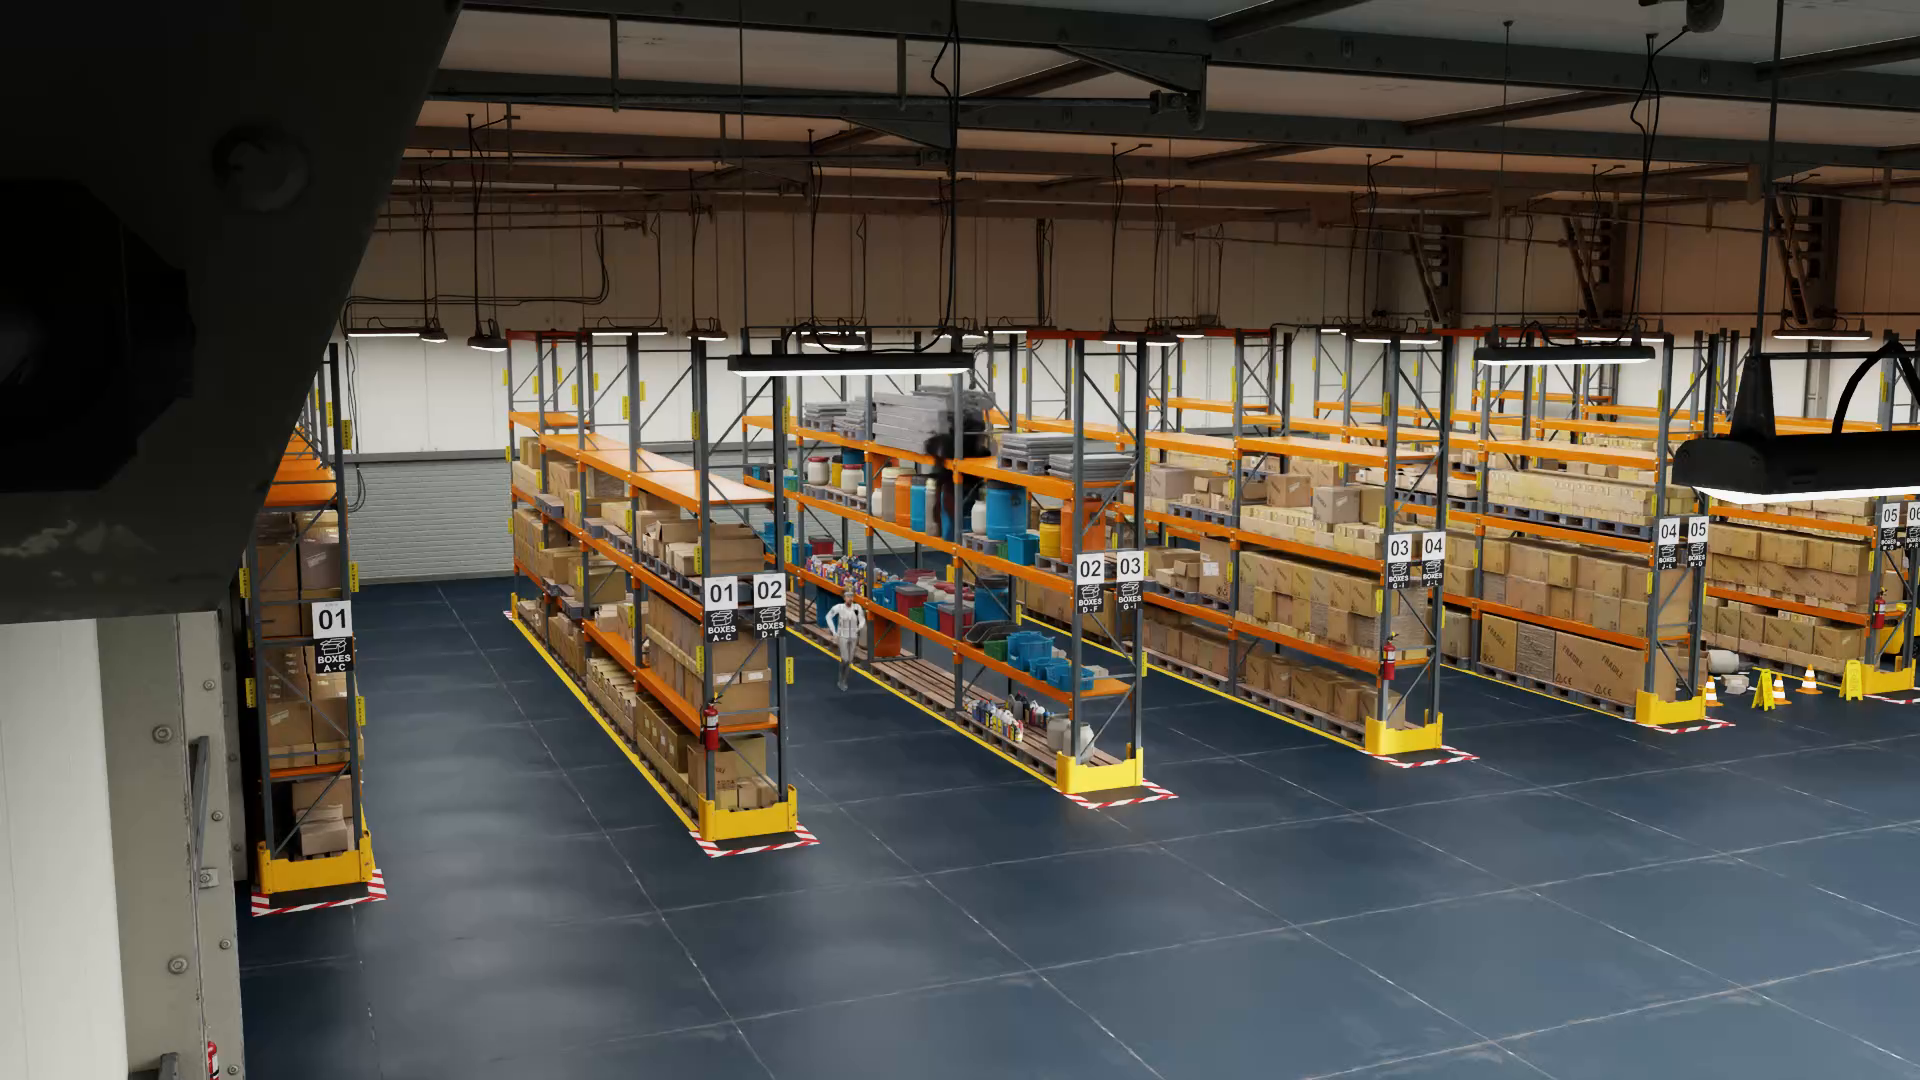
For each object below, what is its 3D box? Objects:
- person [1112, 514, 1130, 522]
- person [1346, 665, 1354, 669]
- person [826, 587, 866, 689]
[{"bbox_3d":[3.885,-0.052,40.966,0.635,1.623,0.887,6,10,39],"label":"person"},{"bbox_3d":[7.102,1.520,29.166,0.694,1.772,1.006,-5,9,-31],"label":"person"},{"bbox_3d":[-1.806,1.584,26.795,0.612,1.678,0.621,-3,8,-21],"label":"person"}]
